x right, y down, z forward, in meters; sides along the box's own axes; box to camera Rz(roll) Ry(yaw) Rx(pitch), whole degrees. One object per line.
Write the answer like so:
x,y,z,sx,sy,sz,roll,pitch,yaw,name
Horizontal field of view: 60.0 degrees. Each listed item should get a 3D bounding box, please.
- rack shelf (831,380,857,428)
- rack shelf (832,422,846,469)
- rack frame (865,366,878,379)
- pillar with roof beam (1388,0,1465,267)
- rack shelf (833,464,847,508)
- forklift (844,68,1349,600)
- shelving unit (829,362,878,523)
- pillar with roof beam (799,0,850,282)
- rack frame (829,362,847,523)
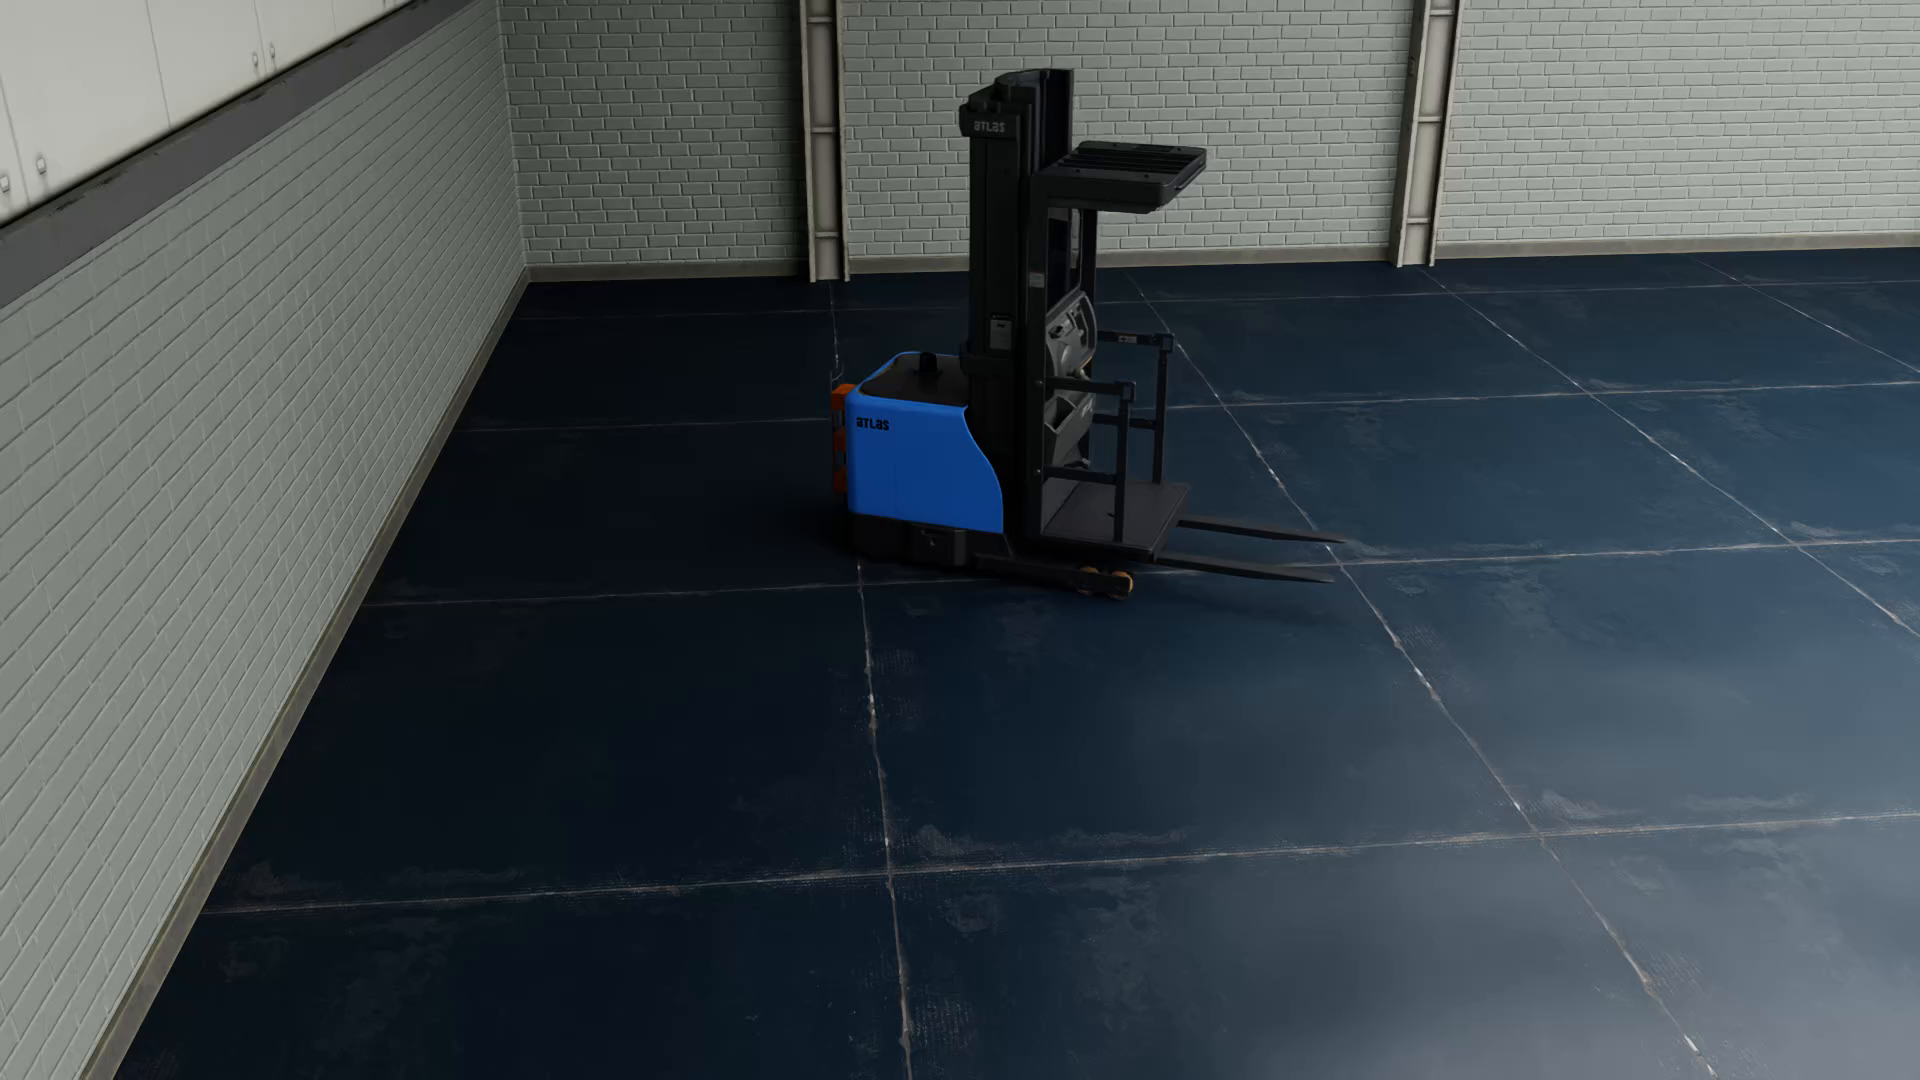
-0.680,-0.863,10.727,0.240,0.259,0.215,8,25,18,rack shelf
-0.680,-0.604,10.842,0.240,0.259,0.215,8,25,18,rack shelf
-0.565,-0.597,10.801,0.008,1.050,0.200,8,25,18,rack frame
5.083,-5.242,11.464,0.400,9.000,9.100,-2,24,-5,pillar with roof beam
-0.680,-0.350,10.955,0.240,0.259,0.215,8,25,18,rack shelf
0.853,-1.226,9.901,3.031,2.935,1.130,8,25,18,forklift
-0.680,-0.614,10.838,0.252,1.050,0.215,8,25,18,shelving unit
-0.888,-5.003,10.926,0.400,9.000,9.100,-2,24,-5,pillar with roof beam
-0.795,-0.630,10.875,0.008,1.050,0.200,8,25,18,rack frame
